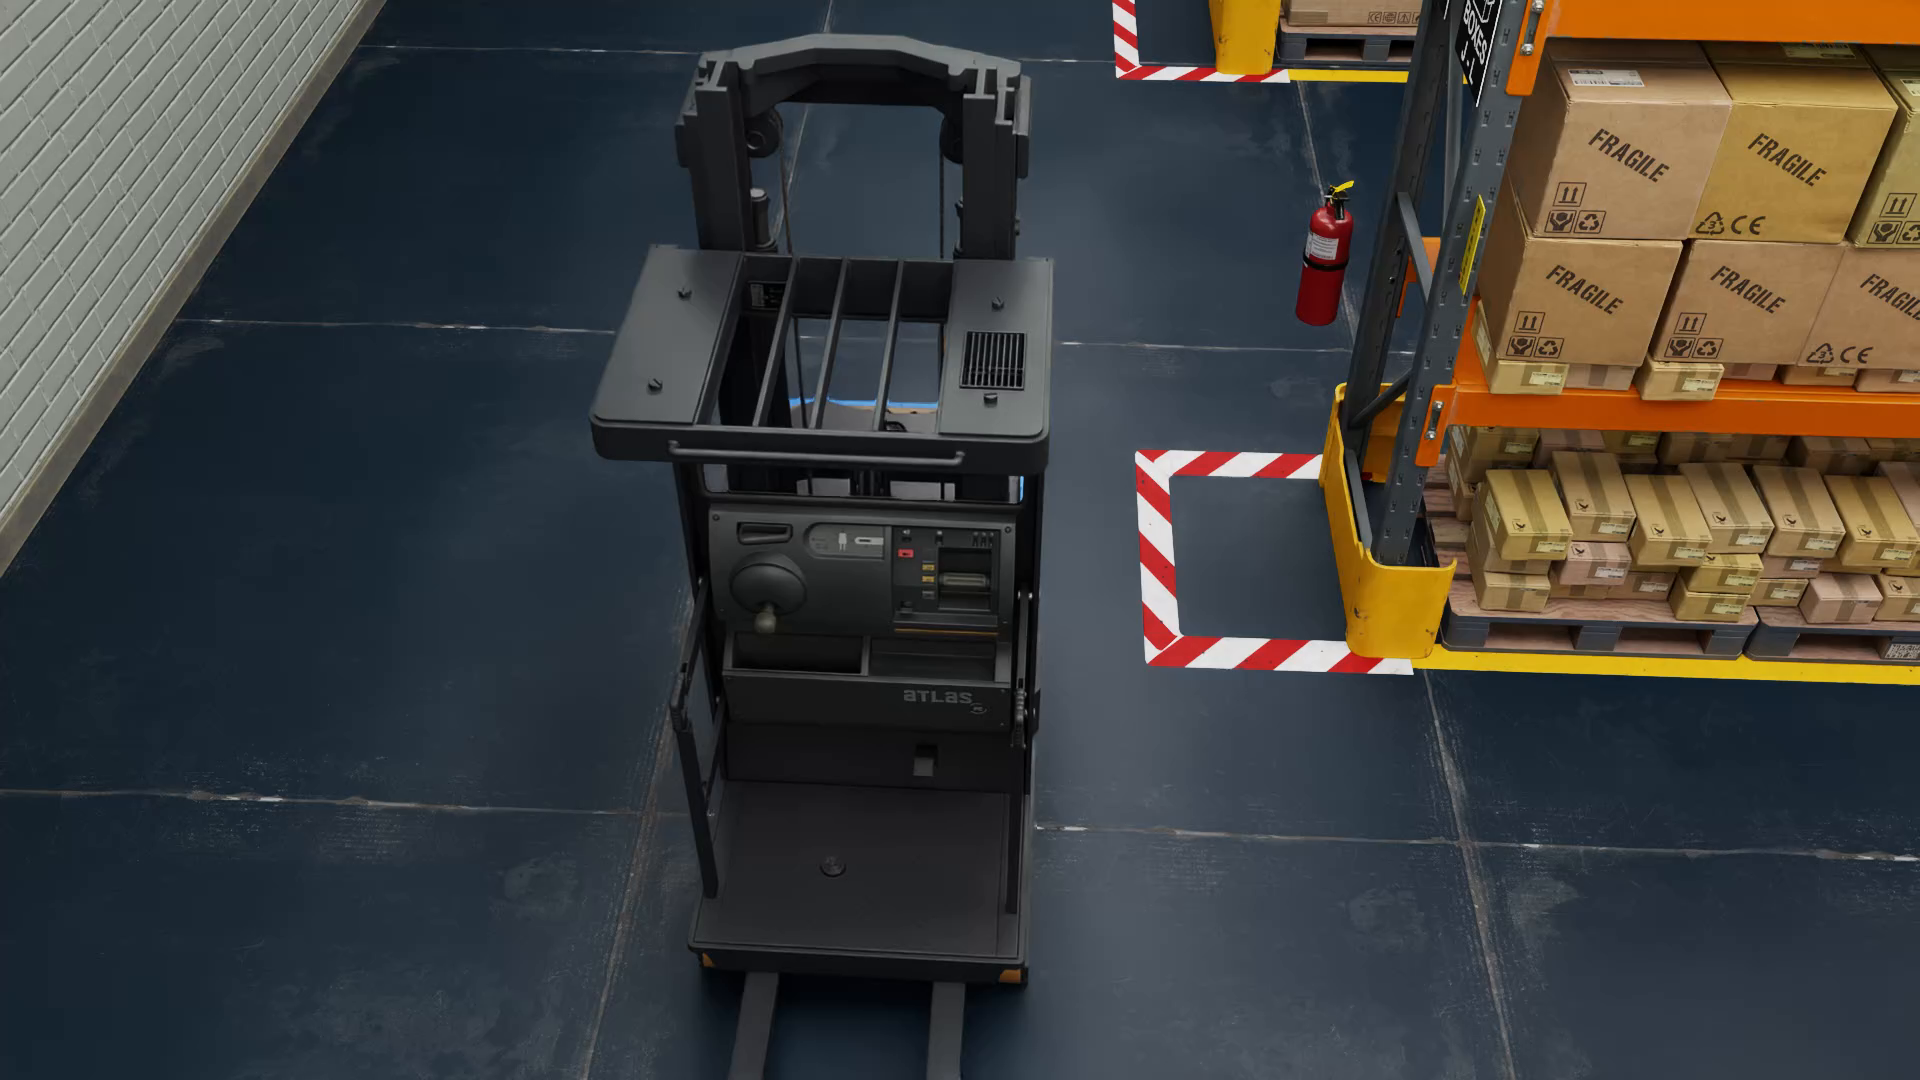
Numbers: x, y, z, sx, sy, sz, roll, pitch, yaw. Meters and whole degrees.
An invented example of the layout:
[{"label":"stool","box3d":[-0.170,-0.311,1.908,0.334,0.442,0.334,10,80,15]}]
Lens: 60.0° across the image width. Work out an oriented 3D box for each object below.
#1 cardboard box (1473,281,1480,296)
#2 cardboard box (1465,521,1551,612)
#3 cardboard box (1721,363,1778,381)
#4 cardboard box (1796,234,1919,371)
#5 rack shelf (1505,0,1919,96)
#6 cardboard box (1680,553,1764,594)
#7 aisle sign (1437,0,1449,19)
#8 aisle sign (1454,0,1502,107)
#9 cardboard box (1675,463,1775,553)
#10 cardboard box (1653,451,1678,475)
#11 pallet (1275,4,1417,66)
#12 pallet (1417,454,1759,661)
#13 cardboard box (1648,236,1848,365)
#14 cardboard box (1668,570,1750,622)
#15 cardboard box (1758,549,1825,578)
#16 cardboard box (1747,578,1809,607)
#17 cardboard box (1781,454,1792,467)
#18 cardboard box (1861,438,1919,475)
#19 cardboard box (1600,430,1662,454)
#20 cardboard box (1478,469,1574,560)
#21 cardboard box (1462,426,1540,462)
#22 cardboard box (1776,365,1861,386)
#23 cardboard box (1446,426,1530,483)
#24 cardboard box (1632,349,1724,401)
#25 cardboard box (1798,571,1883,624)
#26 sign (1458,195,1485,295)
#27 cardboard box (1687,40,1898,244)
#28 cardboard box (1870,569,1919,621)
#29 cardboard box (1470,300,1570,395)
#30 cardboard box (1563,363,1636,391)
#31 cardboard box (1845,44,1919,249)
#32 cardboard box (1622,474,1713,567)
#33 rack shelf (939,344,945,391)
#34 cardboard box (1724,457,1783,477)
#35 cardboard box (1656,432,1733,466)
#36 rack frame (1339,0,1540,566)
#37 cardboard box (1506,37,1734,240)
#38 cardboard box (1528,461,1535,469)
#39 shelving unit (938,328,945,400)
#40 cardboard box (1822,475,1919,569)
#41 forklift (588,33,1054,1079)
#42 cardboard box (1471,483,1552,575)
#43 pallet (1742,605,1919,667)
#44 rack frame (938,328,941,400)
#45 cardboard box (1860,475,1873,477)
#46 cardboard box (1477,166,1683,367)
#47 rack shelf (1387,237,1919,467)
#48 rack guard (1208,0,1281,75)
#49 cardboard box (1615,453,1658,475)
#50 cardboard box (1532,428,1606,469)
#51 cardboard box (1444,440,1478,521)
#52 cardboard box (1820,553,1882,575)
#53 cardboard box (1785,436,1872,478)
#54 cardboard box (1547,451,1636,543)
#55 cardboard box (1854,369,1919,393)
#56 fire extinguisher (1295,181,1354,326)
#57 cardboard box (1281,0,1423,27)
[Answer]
[{"label":"cardboard box","box3d":[2.039,-1.110,6.425,0.250,0.149,0.380,2,43,2]},{"label":"cardboard box","box3d":[2.210,0.104,6.721,0.250,0.149,0.380,3,43,3]},{"label":"cardboard box","box3d":[2.797,-0.755,6.045,0.250,0.149,0.380,4,43,4]},{"label":"cardboard box","box3d":[3.162,-0.940,5.767,0.500,0.500,0.500,2,43,2]},{"label":"rack shelf","box3d":[3.699,-1.792,5.301,4.000,0.370,1.077,2,43,2]},{"label":"cardboard box","box3d":[2.984,0.028,6.585,0.250,0.149,0.380,3,43,3]},{"label":"aisle sign","box3d":[1.641,-2.177,5.479,0.004,0.787,0.394,2,43,2]},{"label":"aisle sign","box3d":[1.614,-1.769,5.041,0.004,0.787,0.394,2,43,2]},{"label":"cardboard box","box3d":[2.987,-0.128,6.533,0.250,0.149,0.380,0,43,0]},{"label":"cardboard box","box3d":[3.024,-0.324,6.962,0.250,0.149,0.380,1,43,1]},{"label":"pallet","box3d":[2.625,-3.402,10.747,1.213,0.211,1.003,2,43,2]},{"label":"pallet","box3d":[2.587,0.052,7.039,1.213,0.211,1.003,2,43,2]},{"label":"cardboard box","box3d":[2.673,-0.964,5.793,0.500,0.500,0.500,2,43,2]},{"label":"cardboard box","box3d":[2.974,0.142,6.681,0.250,0.149,0.380,2,43,2]},{"label":"cardboard box","box3d":[3.253,-0.029,6.645,0.250,0.149,0.380,0,43,0]},{"label":"cardboard box","box3d":[3.233,0.085,6.742,0.250,0.149,0.380,2,43,2]},{"label":"cardboard box","box3d":[3.533,-0.375,7.017,0.250,0.149,0.380,4,43,4]},{"label":"cardboard box","box3d":[3.802,-0.442,6.871,0.250,0.149,0.380,2,43,2]},{"label":"cardboard box","box3d":[2.754,-0.536,6.971,0.250,0.149,0.380,1,43,1]},{"label":"cardboard box","box3d":[2.209,-0.100,6.504,0.250,0.149,0.380,0,43,0]},{"label":"cardboard box","box3d":[2.241,-0.504,6.937,0.250,0.149,0.380,2,43,2]},{"label":"cardboard box","box3d":[3.067,-0.730,6.018,0.250,0.149,0.380,1,43,1]},{"label":"cardboard box","box3d":[2.241,-0.417,7.062,0.250,0.149,0.380,1,43,1]},{"label":"cardboard box","box3d":[2.532,-0.670,5.953,0.250,0.149,0.380,1,43,1]},{"label":"cardboard box","box3d":[3.478,0.152,6.670,0.250,0.149,0.380,0,43,0]},{"label":"sign","box3d":[1.677,-0.967,5.452,0.005,0.325,0.100,2,43,2]},{"label":"cardboard box","box3d":[2.642,-1.325,5.447,0.500,0.500,0.500,3,43,3]},{"label":"cardboard box","box3d":[3.756,0.142,6.680,0.250,0.149,0.380,2,43,2]},{"label":"cardboard box","box3d":[2.010,-0.694,5.979,0.250,0.149,0.380,1,43,2]},{"label":"cardboard box","box3d":[2.266,-0.715,6.001,0.250,0.149,0.380,3,43,3]},{"label":"cardboard box","box3d":[3.160,-1.294,5.413,0.500,0.500,0.500,1,43,1]},{"label":"cardboard box","box3d":[2.736,-0.079,6.481,0.250,0.149,0.380,2,43,2]},{"label":"rack shelf","box3d":[0.014,-0.669,6.625,0.180,0.103,0.258,2,43,2]},{"label":"cardboard box","box3d":[3.278,-0.395,7.039,0.250,0.149,0.380,2,43,3]},{"label":"cardboard box","box3d":[3.010,-0.485,6.917,0.250,0.149,0.380,0,43,0]},{"label":"rack frame","box3d":[1.701,-1.019,6.144,0.127,3.000,1.000,2,43,2]},{"label":"cardboard box","box3d":[2.137,-1.336,5.459,0.500,0.500,0.500,2,43,2]},{"label":"cardboard box","box3d":[2.500,-0.372,7.014,0.250,0.149,0.380,1,43,1]},{"label":"shelving unit","box3d":[0.014,-0.439,6.841,0.189,1.200,0.258,2,43,2]},{"label":"cardboard box","box3d":[3.525,-0.073,6.475,0.250,0.149,0.380,2,43,3]},{"label":"forklift","box3d":[-0.308,0.189,4.896,1.130,2.935,3.031,2,43,3]},{"label":"cardboard box","box3d":[2.213,-0.048,6.666,0.250,0.149,0.380,3,43,4]},{"label":"pallet","box3d":[3.802,0.091,6.997,1.213,0.211,1.003,2,43,2]},{"label":"rack frame","box3d":[-0.077,-0.441,6.844,0.006,1.200,0.240,2,43,2]},{"label":"cardboard box","box3d":[3.810,-0.385,7.028,0.250,0.149,0.380,2,43,2]},{"label":"cardboard box","box3d":[2.137,-0.963,5.792,0.500,0.500,0.500,4,43,4]},{"label":"rack shelf","box3d":[3.699,-0.695,6.323,4.000,0.370,1.077,2,43,2]},{"label":"rack guard","box3d":[1.799,-3.479,10.618,0.348,0.500,1.175,2,43,2]},{"label":"cardboard box","box3d":[2.760,-0.402,7.046,0.250,0.149,0.380,0,43,0]},{"label":"cardboard box","box3d":[2.490,-0.457,6.887,0.250,0.149,0.380,3,43,3]},{"label":"cardboard box","box3d":[2.236,-0.256,7.107,0.250,0.149,0.380,2,43,3]},{"label":"cardboard box","box3d":[3.526,-0.049,6.667,0.250,0.149,0.380,4,43,4]},{"label":"cardboard box","box3d":[3.539,-0.431,6.859,0.250,0.149,0.380,0,43,0]},{"label":"cardboard box","box3d":[2.490,-0.174,6.583,0.250,0.149,0.380,2,43,3]},{"label":"cardboard box","box3d":[3.312,-0.704,5.989,0.250,0.149,0.380,1,43,1]},{"label":"fire extinguisher","box3d":[1.470,-1.177,6.643,0.183,0.674,0.296,2,43,2]},{"label":"cardboard box","box3d":[2.487,-3.657,10.547,0.875,0.438,0.875,0,43,0]}]
